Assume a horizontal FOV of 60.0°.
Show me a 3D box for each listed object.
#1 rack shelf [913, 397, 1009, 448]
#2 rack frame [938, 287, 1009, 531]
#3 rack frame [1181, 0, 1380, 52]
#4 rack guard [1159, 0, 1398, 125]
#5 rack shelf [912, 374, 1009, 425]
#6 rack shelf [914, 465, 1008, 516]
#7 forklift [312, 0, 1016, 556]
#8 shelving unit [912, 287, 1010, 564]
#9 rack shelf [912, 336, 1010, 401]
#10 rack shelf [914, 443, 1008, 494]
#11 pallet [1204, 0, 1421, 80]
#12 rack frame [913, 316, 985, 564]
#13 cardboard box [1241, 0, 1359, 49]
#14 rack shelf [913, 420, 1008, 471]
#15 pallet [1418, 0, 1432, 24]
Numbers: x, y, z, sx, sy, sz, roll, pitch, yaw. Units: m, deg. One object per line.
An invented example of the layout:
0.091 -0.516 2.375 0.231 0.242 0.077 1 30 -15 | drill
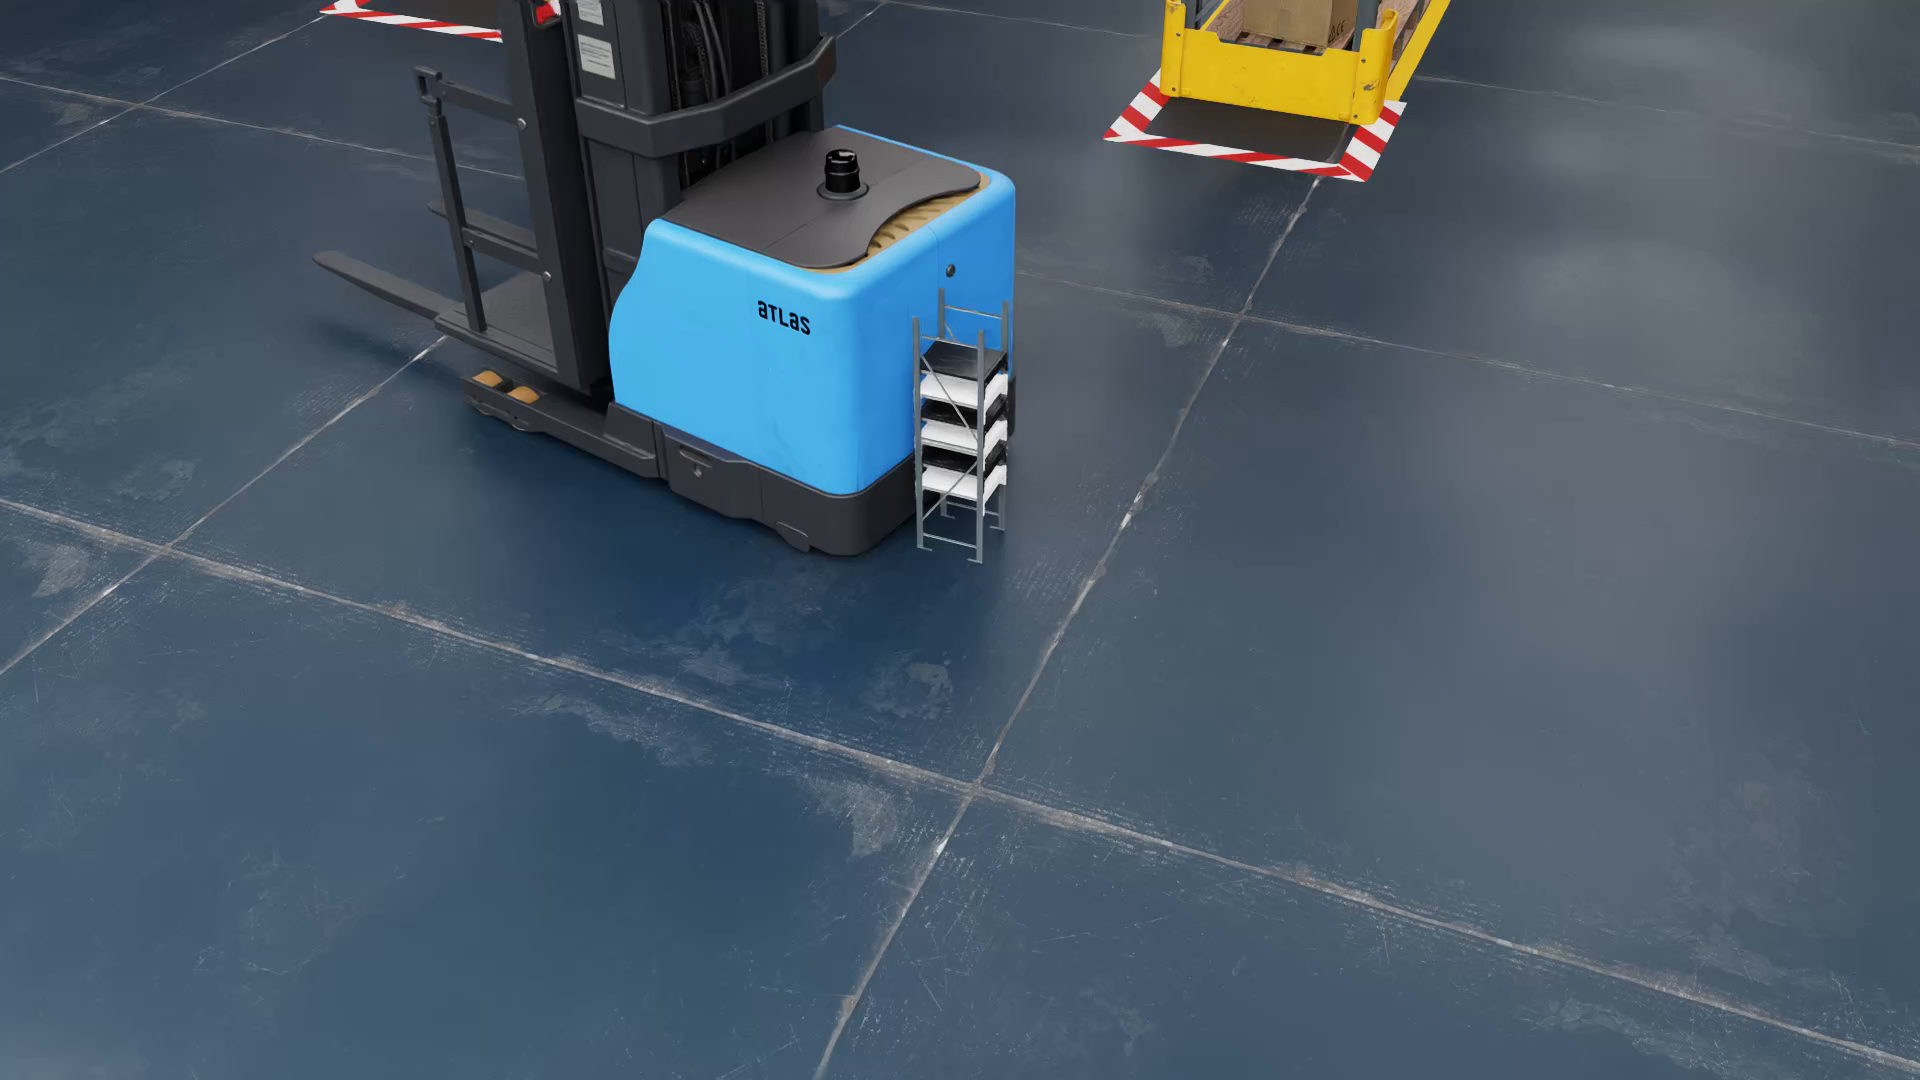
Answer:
0.004 -0.410 5.452 0.258 0.077 0.200 14 39 18 | rack shelf
0.043 -0.421 5.561 0.240 0.900 0.006 14 39 18 | rack frame
1.635 -3.529 7.965 1.000 3.000 0.127 14 39 18 | rack frame
1.664 -2.569 8.770 1.175 0.500 0.348 14 39 18 | rack guard
0.004 -0.482 5.398 0.258 0.077 0.200 14 39 18 | rack shelf
0.004 -0.194 5.614 0.258 0.077 0.200 14 39 18 | rack shelf
-1.292 -1.820 5.736 3.031 2.935 1.130 23 43 28 | forklift
0.004 -0.365 5.486 0.258 0.900 0.210 14 39 18 | shelving unit
0.003 -0.554 5.345 0.258 0.077 0.200 14 39 18 | rack shelf
0.004 -0.266 5.560 0.258 0.077 0.200 14 39 18 | rack shelf
2.006 -2.895 9.448 1.003 0.211 1.213 14 39 18 | pallet
-0.035 -0.309 5.411 0.240 0.900 0.006 14 39 18 | rack frame
1.888 -3.037 9.045 0.500 0.500 0.500 21 42 26 | cardboard box
0.004 -0.338 5.506 0.258 0.077 0.200 14 39 18 | rack shelf
2.472 -3.569 10.348 1.003 0.211 1.213 14 39 18 | pallet
